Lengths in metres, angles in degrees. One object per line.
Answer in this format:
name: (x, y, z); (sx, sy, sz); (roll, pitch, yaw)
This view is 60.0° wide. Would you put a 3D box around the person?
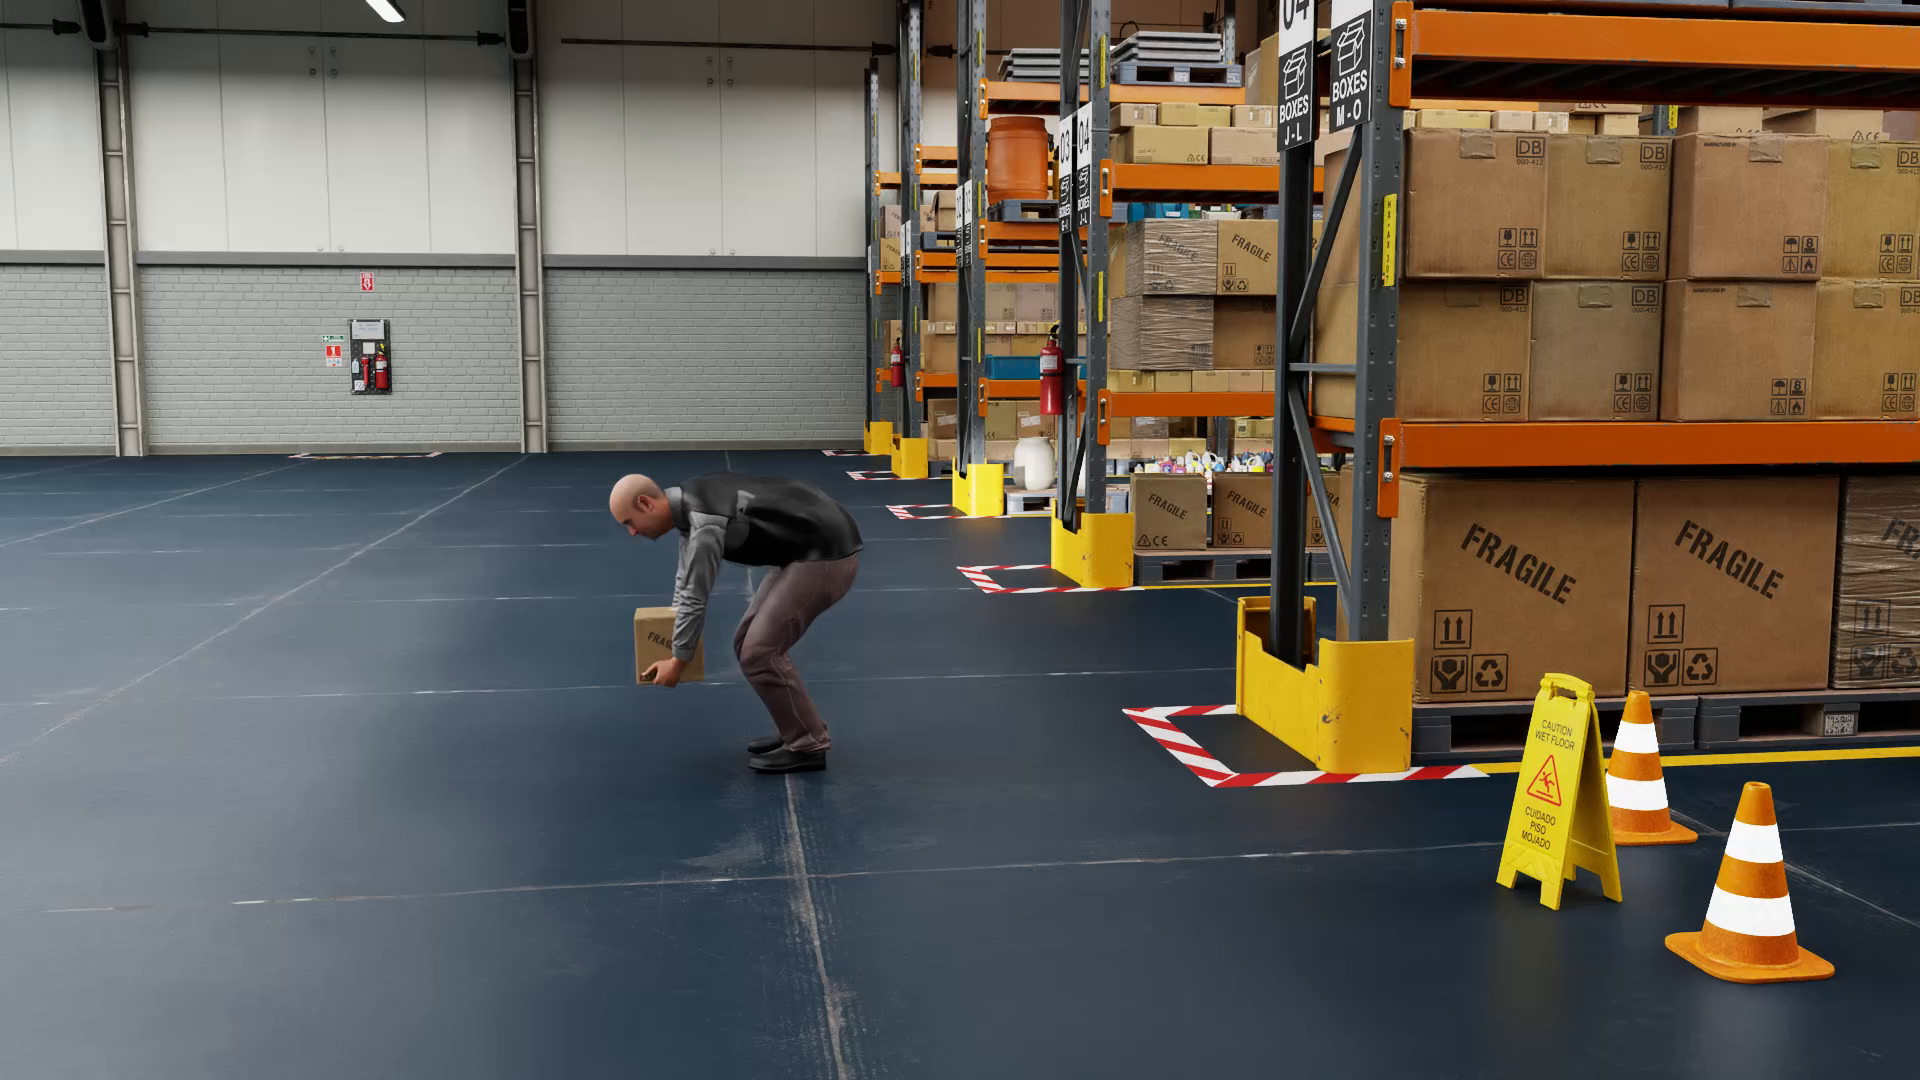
person: (-0.841, 0.302, 6.324); (0.943, 1.123, 0.492); (-1, 7, -11)
